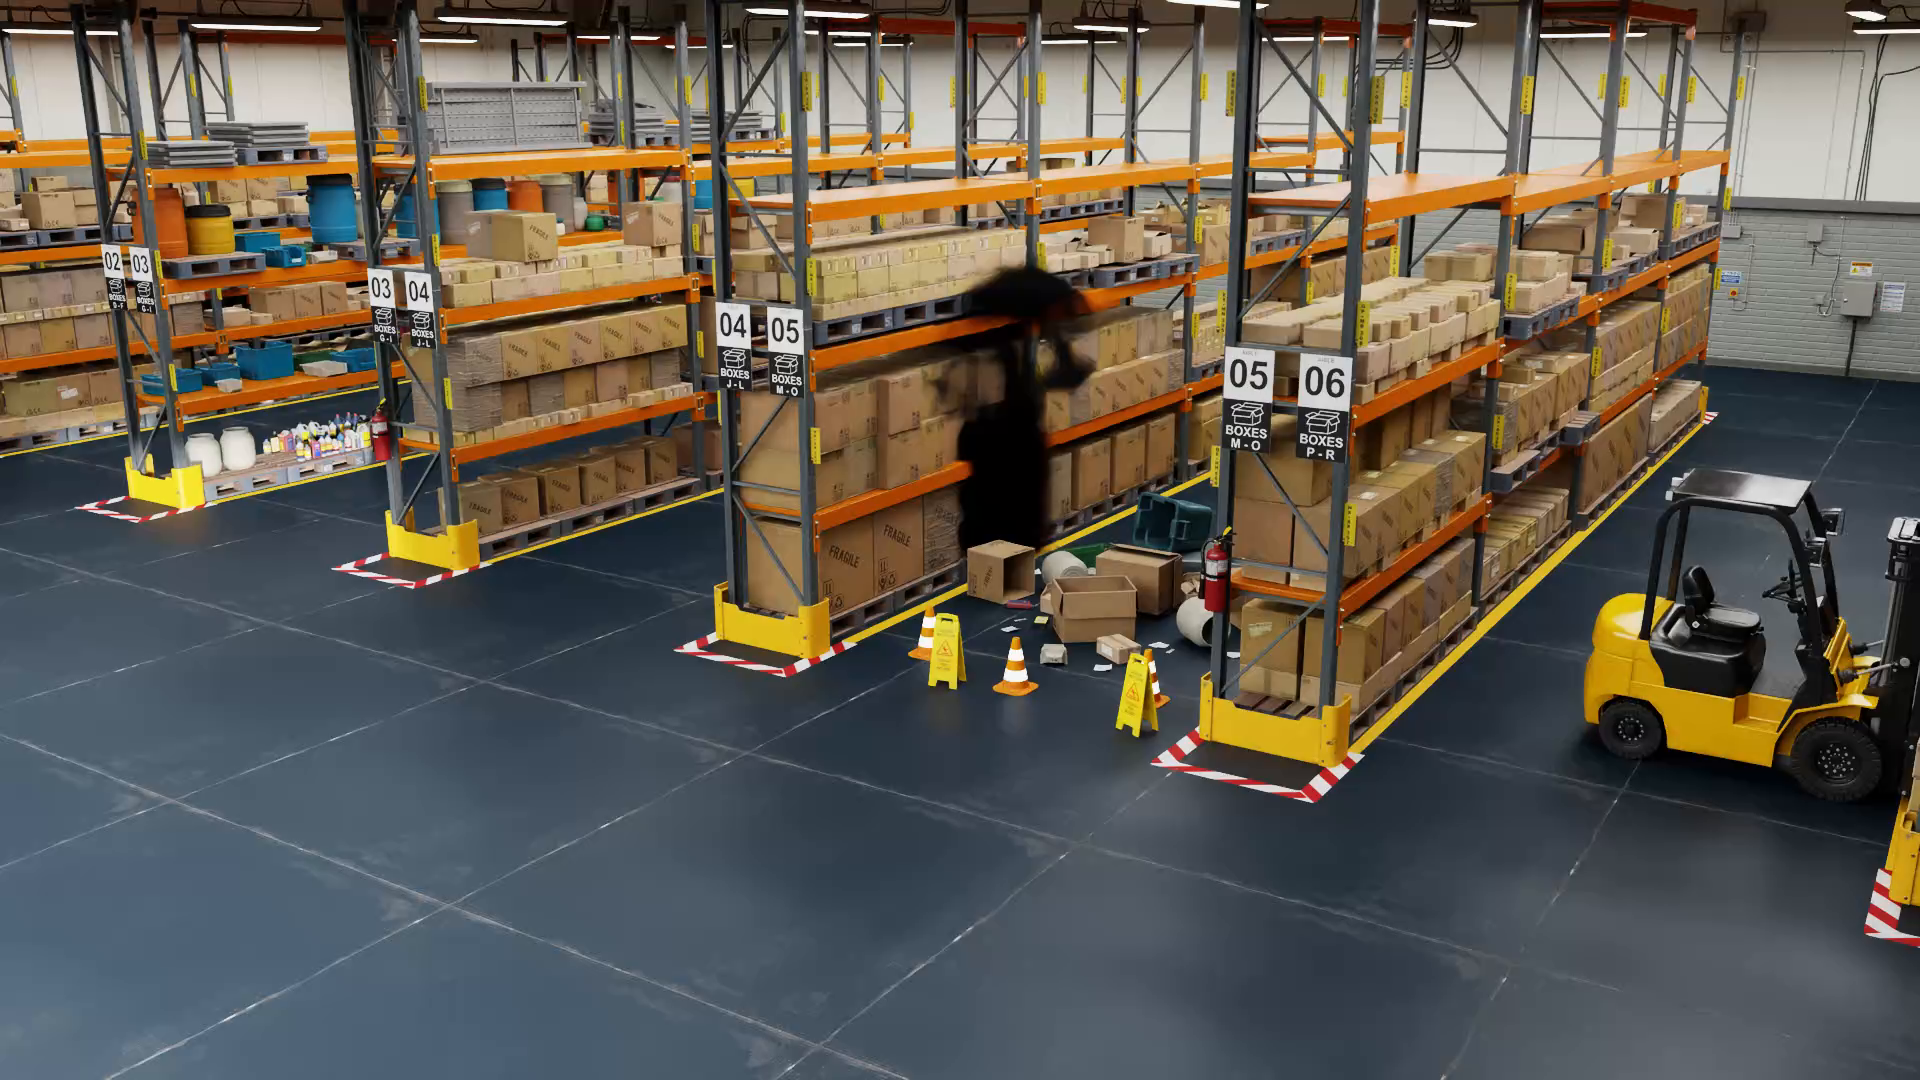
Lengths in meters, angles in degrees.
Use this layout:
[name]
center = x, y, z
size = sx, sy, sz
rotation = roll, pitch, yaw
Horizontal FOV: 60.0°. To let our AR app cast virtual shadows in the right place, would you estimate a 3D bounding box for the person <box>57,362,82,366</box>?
[person]
center = -14.202, -2.885, 26.608
size = 0.697, 1.680, 1.008
rotation = 8, 17, 26
